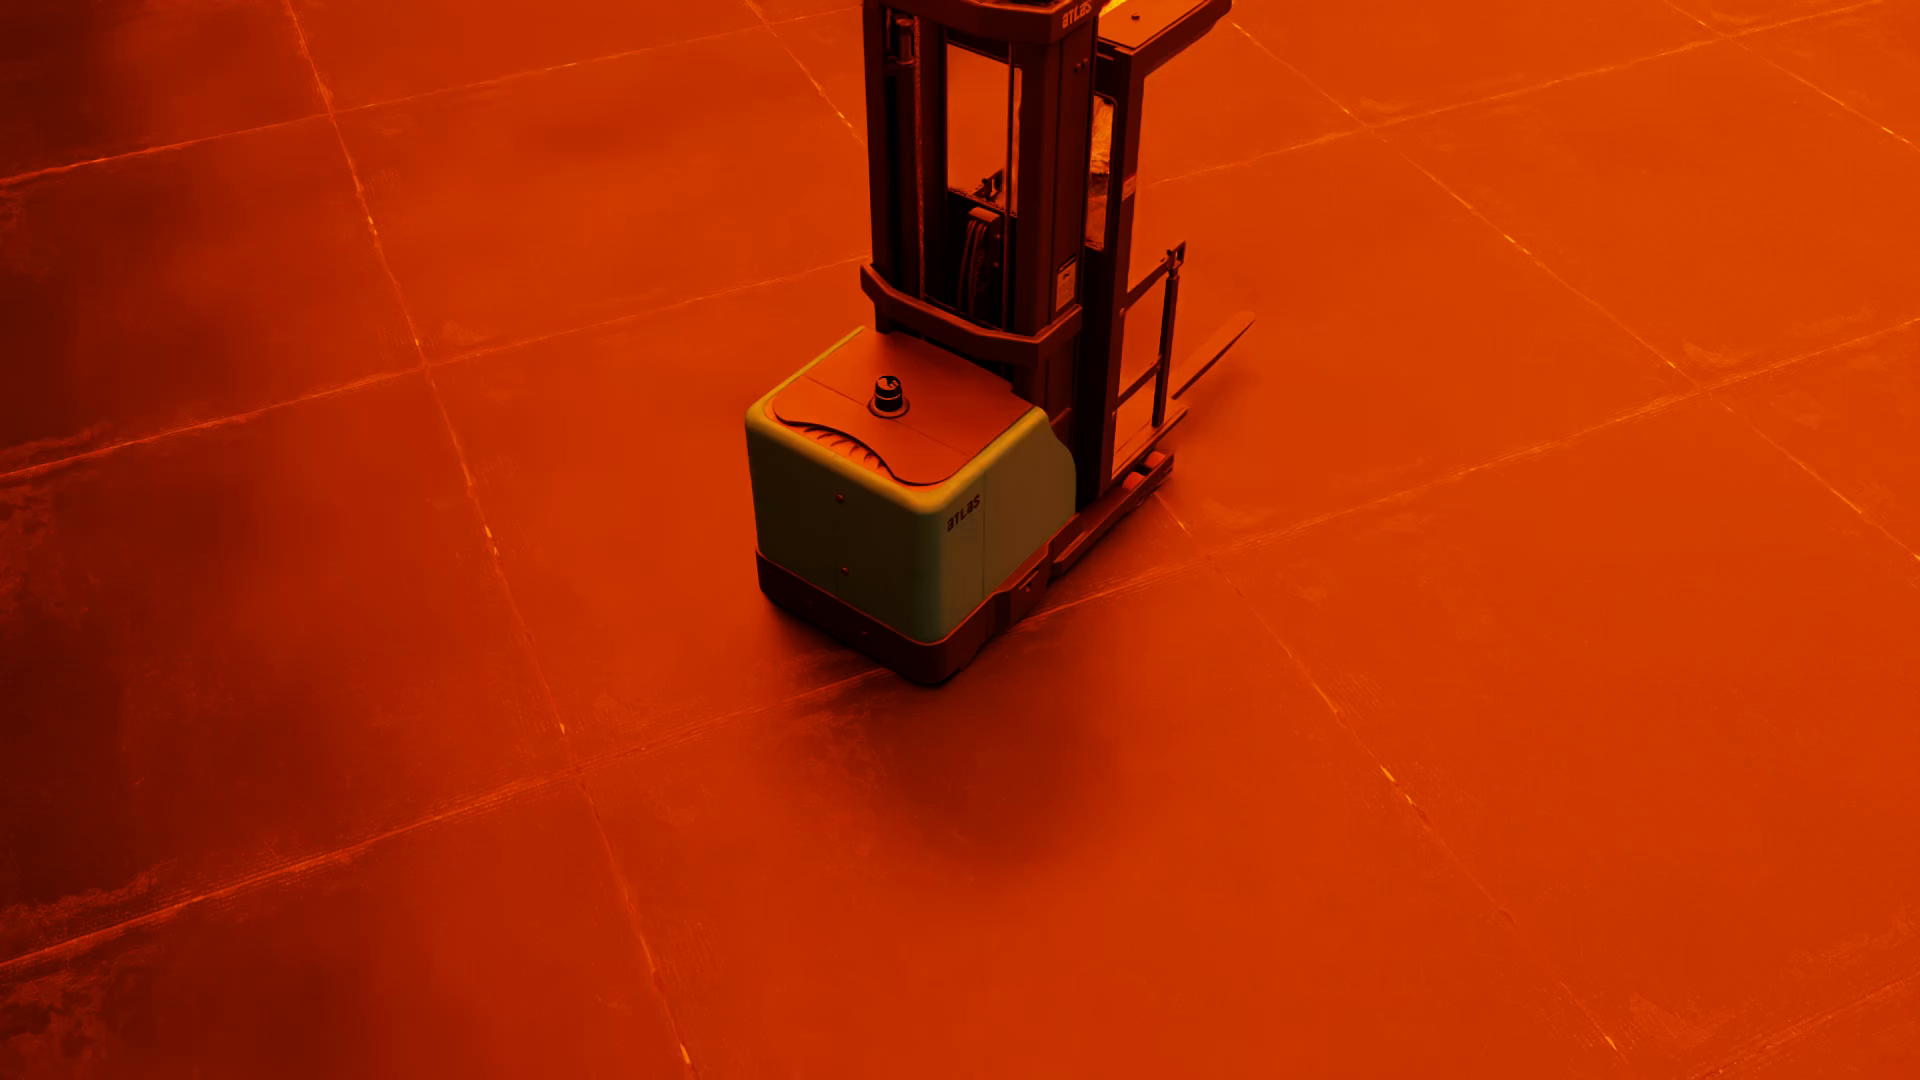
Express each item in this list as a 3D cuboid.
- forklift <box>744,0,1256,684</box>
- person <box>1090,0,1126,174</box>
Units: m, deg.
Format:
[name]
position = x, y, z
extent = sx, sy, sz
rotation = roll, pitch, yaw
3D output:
[forklift]
position = 0.384, -1.417, 7.198
extent = 1.130, 2.935, 3.031
rotation = 27, 50, 26
[person]
position = 0.586, -2.916, 9.764
extent = 1.119, 1.667, 0.827
rotation = -1, 43, -1
